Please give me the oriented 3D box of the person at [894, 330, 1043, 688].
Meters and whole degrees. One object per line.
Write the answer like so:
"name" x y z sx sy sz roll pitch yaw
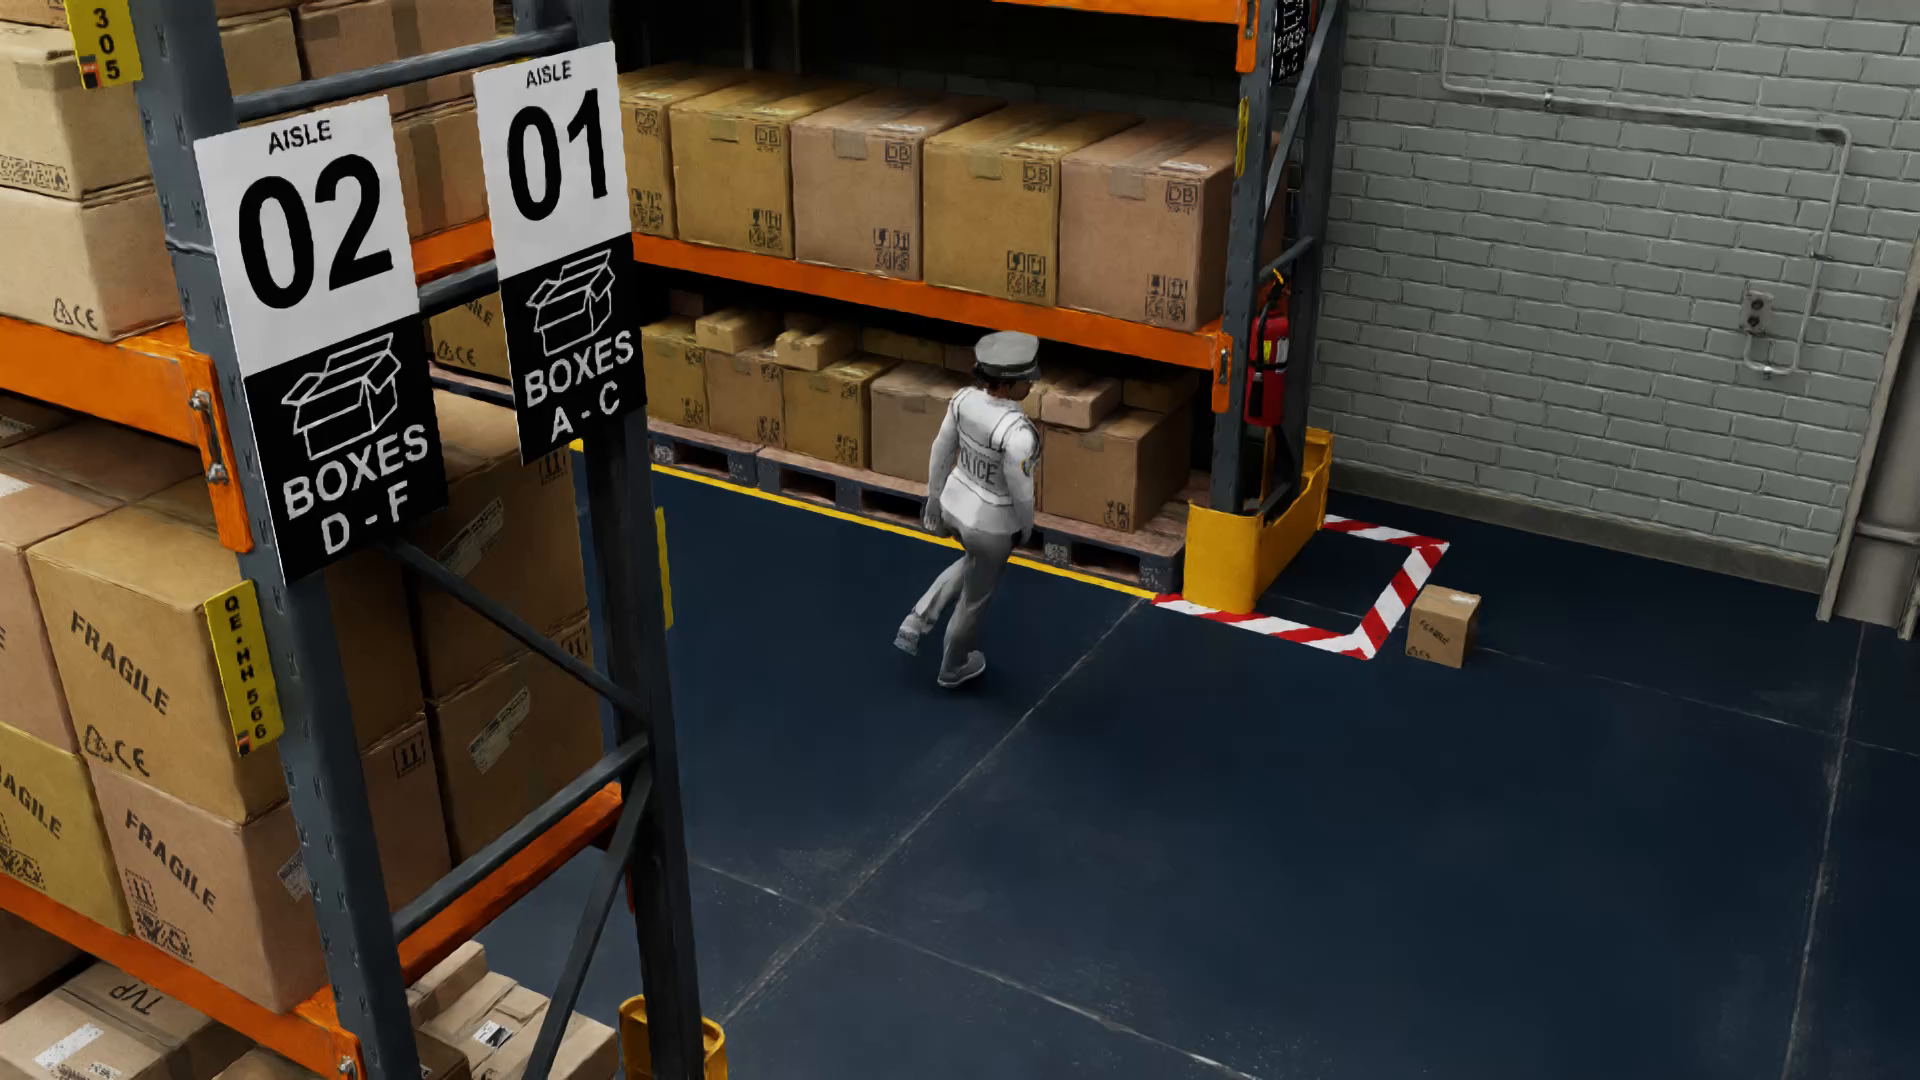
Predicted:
"person" 0.058 -0.094 6.793 0.455 1.631 0.665 -20 33 -34
